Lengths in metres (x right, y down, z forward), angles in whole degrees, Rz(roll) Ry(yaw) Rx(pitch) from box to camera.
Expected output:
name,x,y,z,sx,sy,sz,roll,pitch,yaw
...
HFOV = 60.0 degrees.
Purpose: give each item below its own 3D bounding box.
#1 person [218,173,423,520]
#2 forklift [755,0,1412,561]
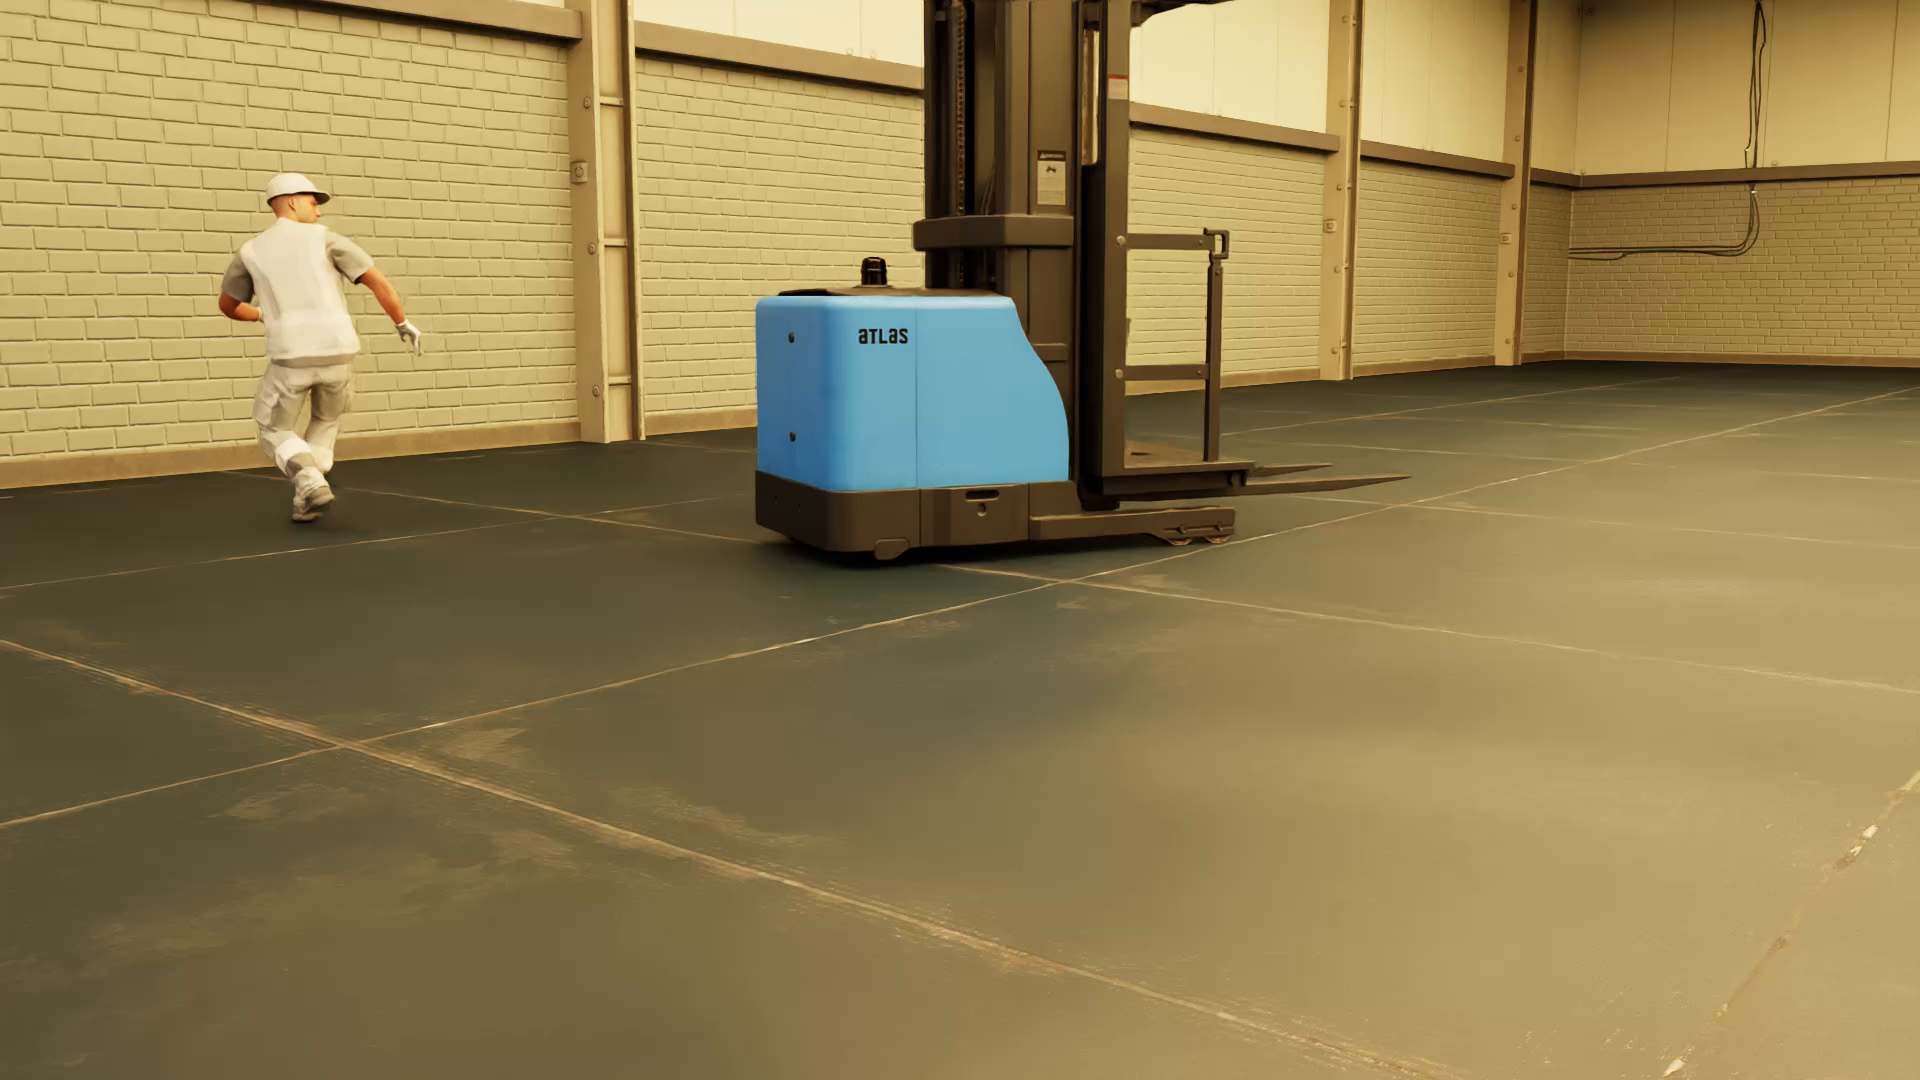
name,x,y,z,sx,sy,sz,roll,pitch,yaw
person,-3.030,-0.904,7.916,0.895,1.644,0.852,-3,9,-22
forklift,0.651,-1.486,7.440,3.031,2.935,1.130,-4,9,-25
